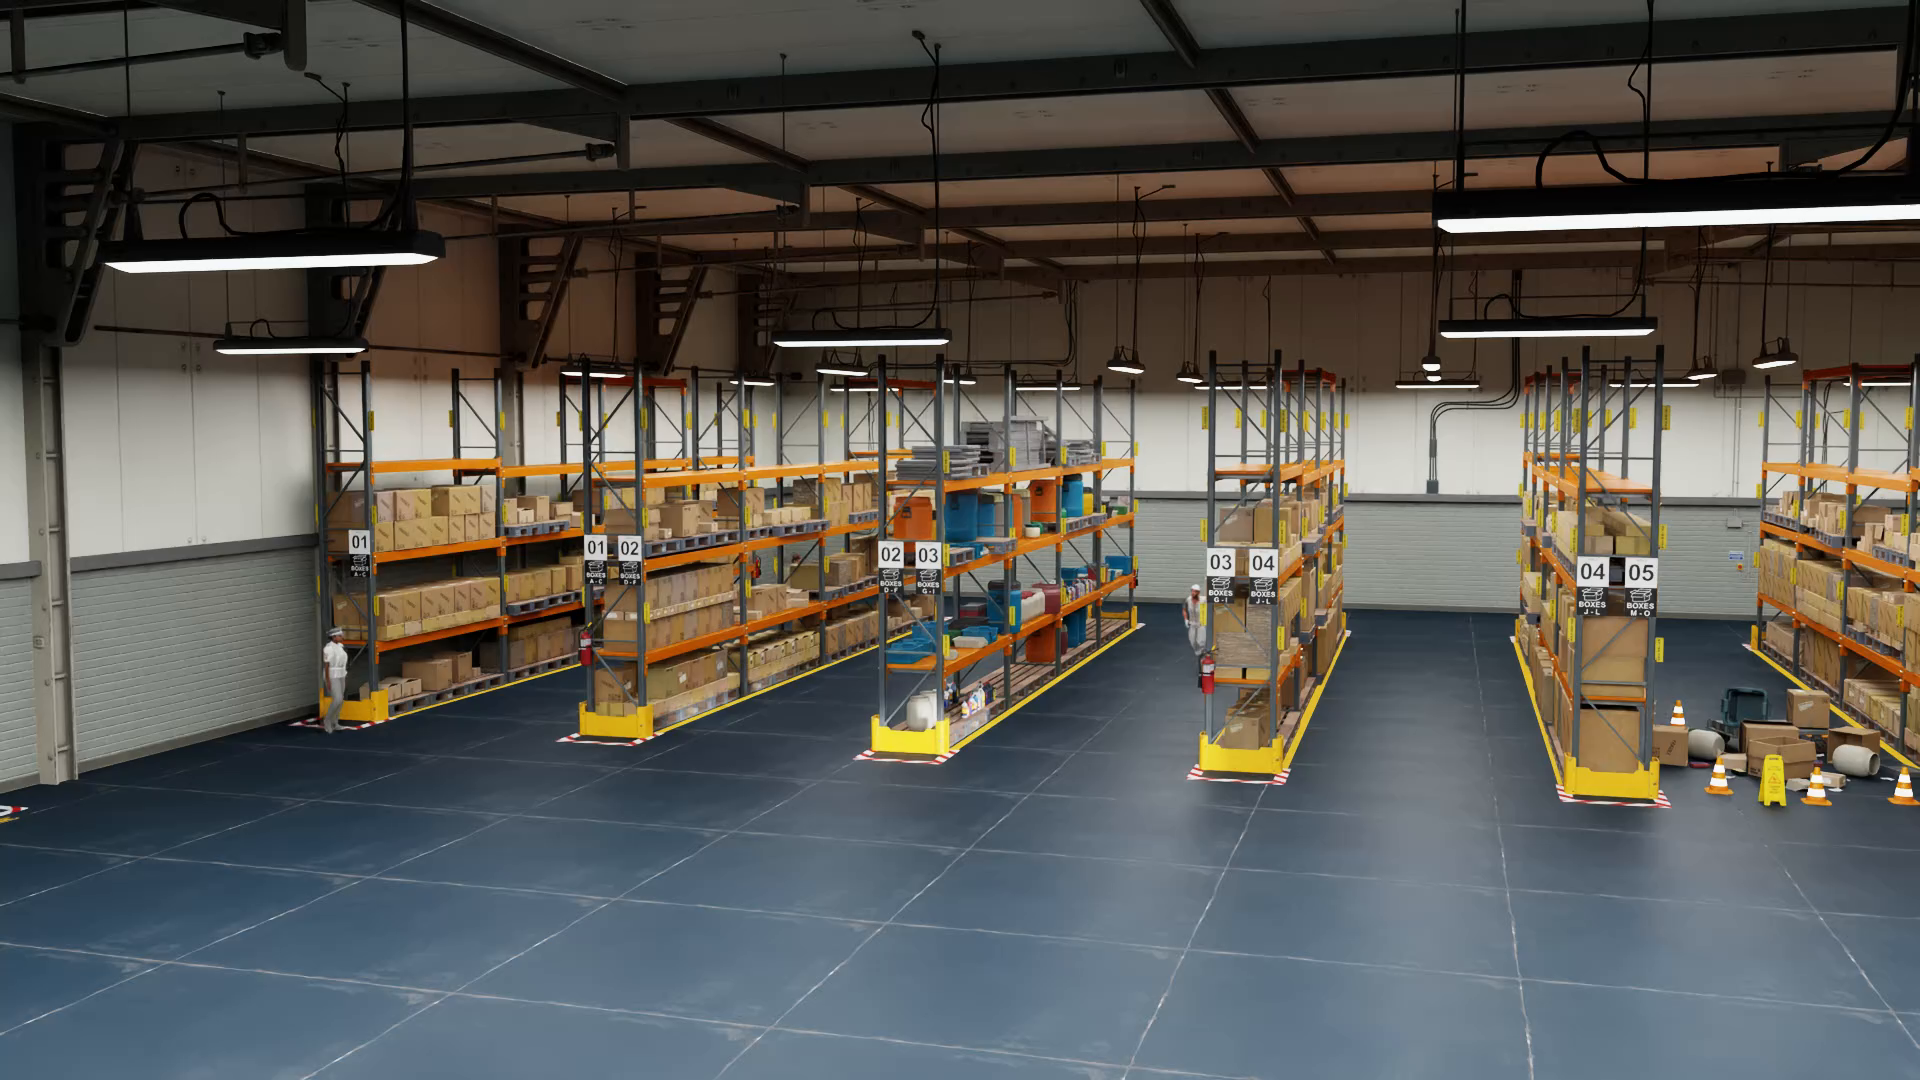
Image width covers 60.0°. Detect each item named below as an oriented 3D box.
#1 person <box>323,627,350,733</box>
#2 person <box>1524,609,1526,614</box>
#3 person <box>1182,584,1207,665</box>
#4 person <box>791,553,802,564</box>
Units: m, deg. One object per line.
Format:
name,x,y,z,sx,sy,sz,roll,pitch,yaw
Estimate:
person,-10.039,2.243,26.788,0.406,1.701,0.481,1,4,15
person,13.482,1.376,38.927,0.440,1.680,0.489,0,4,-4
person,4.886,1.734,34.045,0.690,1.687,0.634,2,5,28
person,-4.140,1.170,41.841,0.691,1.664,0.541,0,4,-7
